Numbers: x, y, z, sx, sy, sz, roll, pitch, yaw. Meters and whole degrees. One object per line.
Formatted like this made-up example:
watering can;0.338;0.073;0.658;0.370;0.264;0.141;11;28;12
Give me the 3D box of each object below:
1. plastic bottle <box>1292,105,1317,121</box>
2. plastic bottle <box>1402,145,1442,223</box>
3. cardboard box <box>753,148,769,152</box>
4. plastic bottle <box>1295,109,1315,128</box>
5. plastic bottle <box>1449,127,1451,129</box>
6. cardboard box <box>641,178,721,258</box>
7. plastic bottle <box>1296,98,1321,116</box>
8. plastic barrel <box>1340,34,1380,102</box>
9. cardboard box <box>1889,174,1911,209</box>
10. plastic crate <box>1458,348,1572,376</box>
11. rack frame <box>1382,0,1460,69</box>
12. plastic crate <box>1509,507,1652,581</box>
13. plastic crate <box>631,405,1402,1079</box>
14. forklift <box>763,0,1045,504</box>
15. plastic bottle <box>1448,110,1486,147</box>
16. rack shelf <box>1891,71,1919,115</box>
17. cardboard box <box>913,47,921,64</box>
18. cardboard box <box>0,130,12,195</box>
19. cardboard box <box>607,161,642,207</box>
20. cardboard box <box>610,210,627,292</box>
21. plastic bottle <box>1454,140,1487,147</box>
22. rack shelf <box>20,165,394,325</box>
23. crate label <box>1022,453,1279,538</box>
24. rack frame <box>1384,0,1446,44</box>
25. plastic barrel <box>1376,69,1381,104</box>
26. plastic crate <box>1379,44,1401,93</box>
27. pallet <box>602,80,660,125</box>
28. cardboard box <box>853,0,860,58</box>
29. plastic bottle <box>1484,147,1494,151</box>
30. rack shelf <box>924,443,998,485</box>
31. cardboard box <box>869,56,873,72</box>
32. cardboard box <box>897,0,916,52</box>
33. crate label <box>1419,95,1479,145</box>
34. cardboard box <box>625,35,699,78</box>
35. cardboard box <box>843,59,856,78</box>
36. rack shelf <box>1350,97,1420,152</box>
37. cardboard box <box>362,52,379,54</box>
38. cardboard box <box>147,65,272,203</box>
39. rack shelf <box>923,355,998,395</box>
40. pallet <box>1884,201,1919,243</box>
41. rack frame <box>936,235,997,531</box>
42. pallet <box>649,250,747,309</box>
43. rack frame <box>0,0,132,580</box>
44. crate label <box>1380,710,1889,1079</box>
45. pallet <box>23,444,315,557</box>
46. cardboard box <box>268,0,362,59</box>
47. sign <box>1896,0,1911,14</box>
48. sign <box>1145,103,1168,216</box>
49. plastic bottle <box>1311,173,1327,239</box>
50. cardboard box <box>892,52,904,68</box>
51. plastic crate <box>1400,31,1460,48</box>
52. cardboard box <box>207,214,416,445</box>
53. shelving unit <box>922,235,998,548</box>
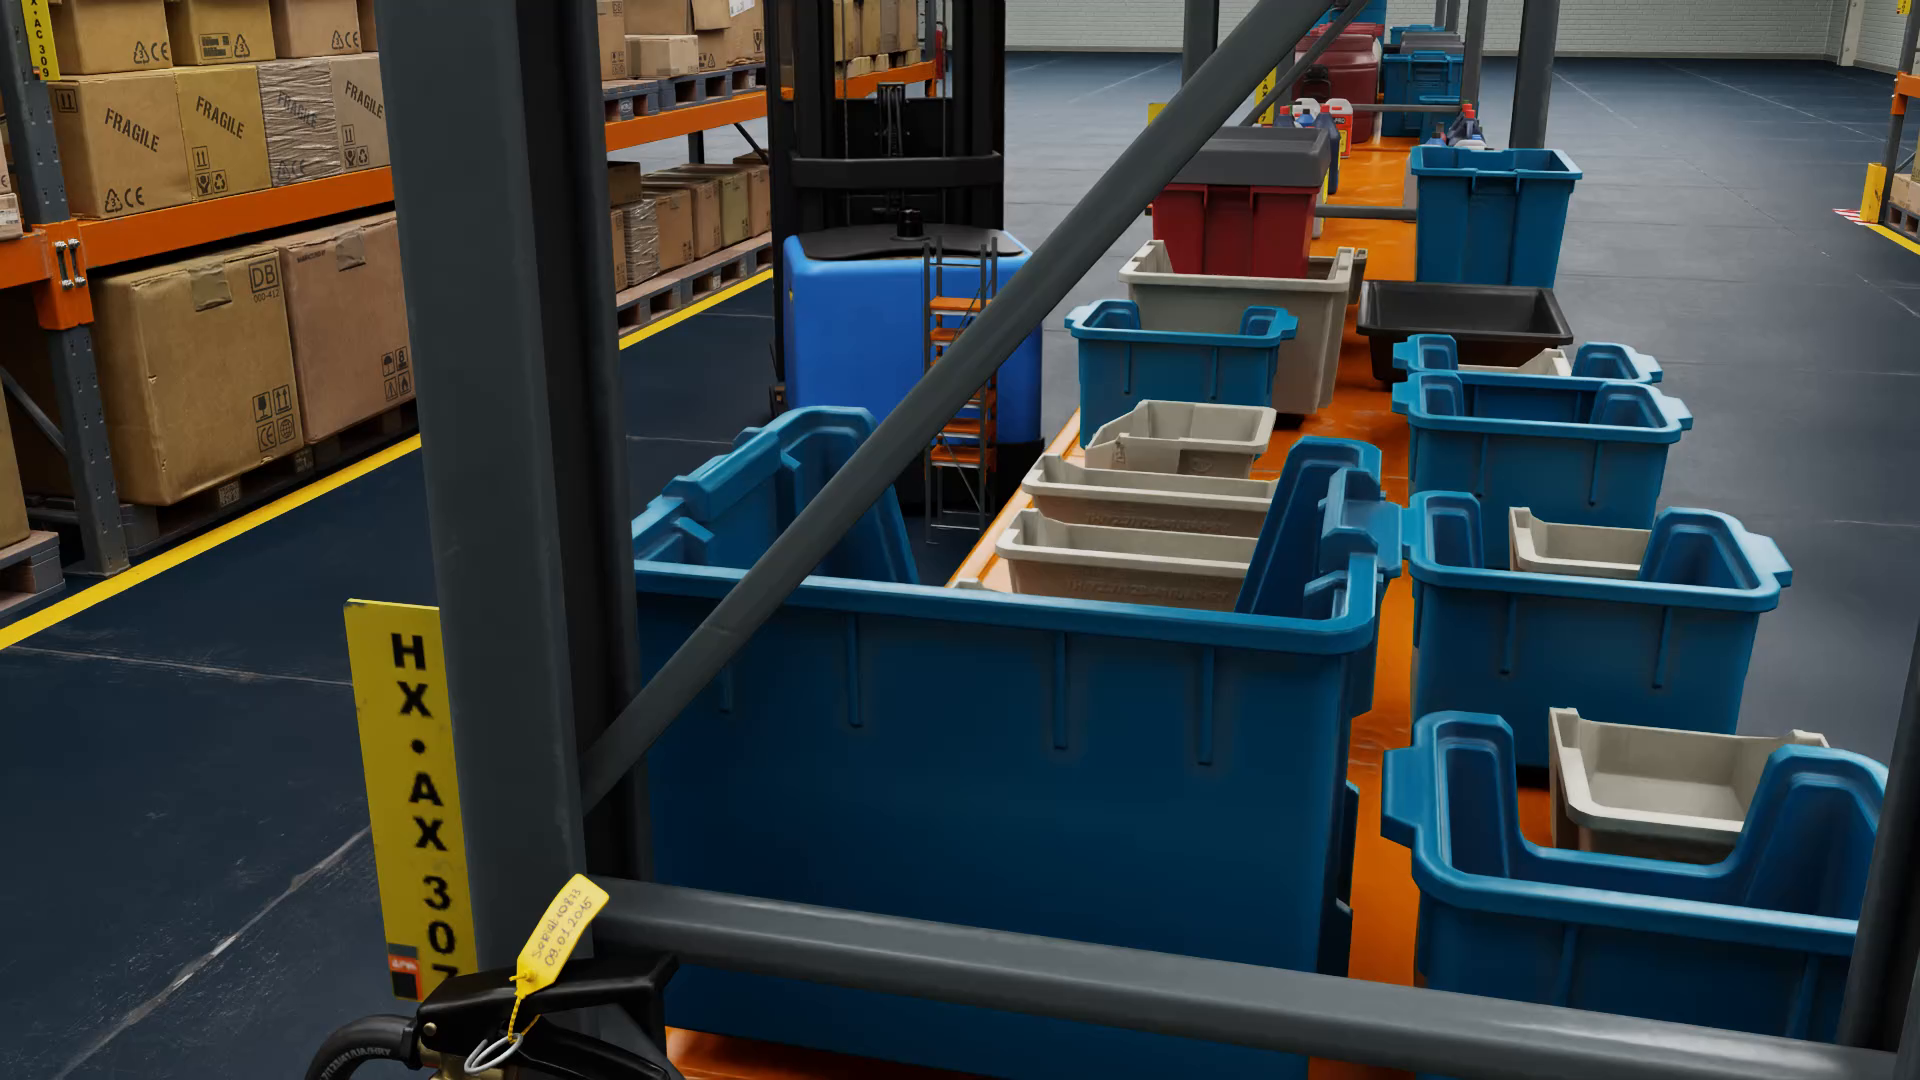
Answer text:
plastic bottle;1.576;-1.878;7.738;0.152;0.276;0.135;5;19;13
plastic bottle;1.692;-1.297;6.036;0.152;0.276;0.135;5;19;13
cardboard box;-1.449;-3.155;14.502;0.500;0.500;0.500;12;22;31
plastic bottle;1.580;-1.837;7.625;0.097;0.271;0.097;0;19;0
plastic bottle;2.377;-1.903;7.926;0.097;0.201;0.097;0;19;0
cardboard box;-2.160;-2.348;12.108;0.700;0.500;0.500;3;19;9
plastic bottle;1.689;-2.023;8.163;0.152;0.276;0.135;5;19;13
plastic barrel;2.255;-2.716;9.827;0.421;0.512;0.421;0;19;0
cardboard box;8.518;-3.054;14.593;0.500;0.250;0.500;5;19;13
plastic crate;0.996;-0.273;3.160;0.293;0.136;0.466;5;19;13
rack frame;3.085;-3.446;12.136;1.000;3.000;0.127;5;19;13
plastic crate;0.857;0.054;2.205;0.250;0.136;0.298;5;19;13
plastic crate;0.054;0.150;1.459;0.616;0.435;0.499;5;19;13
forklift;-0.376;-1.956;7.881;1.130;2.935;3.031;-3;19;-8
plastic bottle;1.986;-1.504;6.526;0.144;0.351;0.185;5;19;13
rack shelf;8.376;-3.340;12.938;1.077;0.370;4.000;5;19;13
cardboard box;-0.610;-4.866;16.683;0.380;0.149;0.250;5;19;13
cardboard box;-3.526;-1.240;5.450;0.500;0.250;0.500;4;19;12
cardboard box;-2.441;-2.343;10.933;0.500;0.250;0.500;7;20;20
cardboard box;-2.551;-1.820;10.563;0.700;0.500;0.500;4;19;10
plastic bottle;1.896;-1.358;6.214;0.152;0.276;0.135;5;19;13
rack shelf;-3.184;-1.616;7.891;1.077;0.370;4.000;5;19;13
crate label;0.306;-0.037;2.471;0.396;0.136;0.243;5;19;13
rack frame;4.062;-4.700;15.806;1.000;3.000;0.127;5;19;13
plastic barrel;2.613;-2.978;10.979;0.301;0.262;0.301;0;19;0
plastic crate;3.336;-3.571;12.597;0.767;0.338;0.504;5;19;13
pallet;-2.624;-2.724;10.320;1.213;0.211;1.003;5;19;13
cardboard box;-1.367;-4.480;14.548;0.875;0.500;0.500;5;19;13
plastic bottle;1.851;-1.243;5.866;0.061;0.283;0.133;5;19;13
rack shelf;0.004;-0.303;6.599;0.258;0.103;0.180;5;19;13
cardboard box;-1.003;-4.315;15.069;0.380;0.149;0.250;5;19;13
cardboard box;-0.907;-4.942;15.902;0.875;0.500;0.500;5;19;13
crate label;2.574;-2.215;8.792;0.303;0.233;0.416;5;19;13
cardboard box;-2.063;-3.218;11.051;0.500;0.250;0.500;4;19;12
cardboard box;-1.113;-4.074;14.363;0.380;0.149;0.250;5;19;13
rack shelf;2.596;-2.479;10.417;1.077;0.370;4.000;5;19;13
cardboard box;-2.827;-2.138;8.150;0.500;0.500;0.500;4;19;12
cardboard box;-3.196;-1.659;6.749;0.500;0.500;0.500;5;19;13
rack shelf;0.004;-0.644;6.482;0.258;0.103;0.180;5;19;13
pallet;8.718;-2.745;14.397;1.003;0.211;1.213;5;19;13
rack frame;0.026;-0.601;6.591;0.240;1.200;0.006;5;19;13
pallet;-2.203;-1.890;11.894;1.003;0.211;1.213;5;19;13
rack frame;-3.672;-1.330;5.940;1.000;3.000;0.127;5;19;13
crate label;0.533;0.315;1.292;0.416;0.233;0.303;5;19;13
pallet;-3.557;-0.258;7.116;1.003;0.211;1.213;5;19;13
cardboard box;-3.209;-2.463;7.550;0.797;0.503;0.637;5;20;15
sign;8.328;-4.800;14.639;0.100;0.325;0.005;5;19;13
sign;0.597;-1.113;4.879;0.100;0.325;0.005;5;19;13
plastic bottle;1.177;-1.218;5.688;0.144;0.351;0.185;5;19;13
cardboard box;-0.759;-4.628;15.986;0.380;0.149;0.250;5;19;13
plastic crate;3.263;-3.300;11.610;0.402;0.464;0.583;5;19;13
cardboard box;-3.318;-1.005;7.627;1.225;0.875;0.875;4;19;11
shelving unit;0.004;-0.572;6.507;0.258;1.200;0.189;5;19;13
